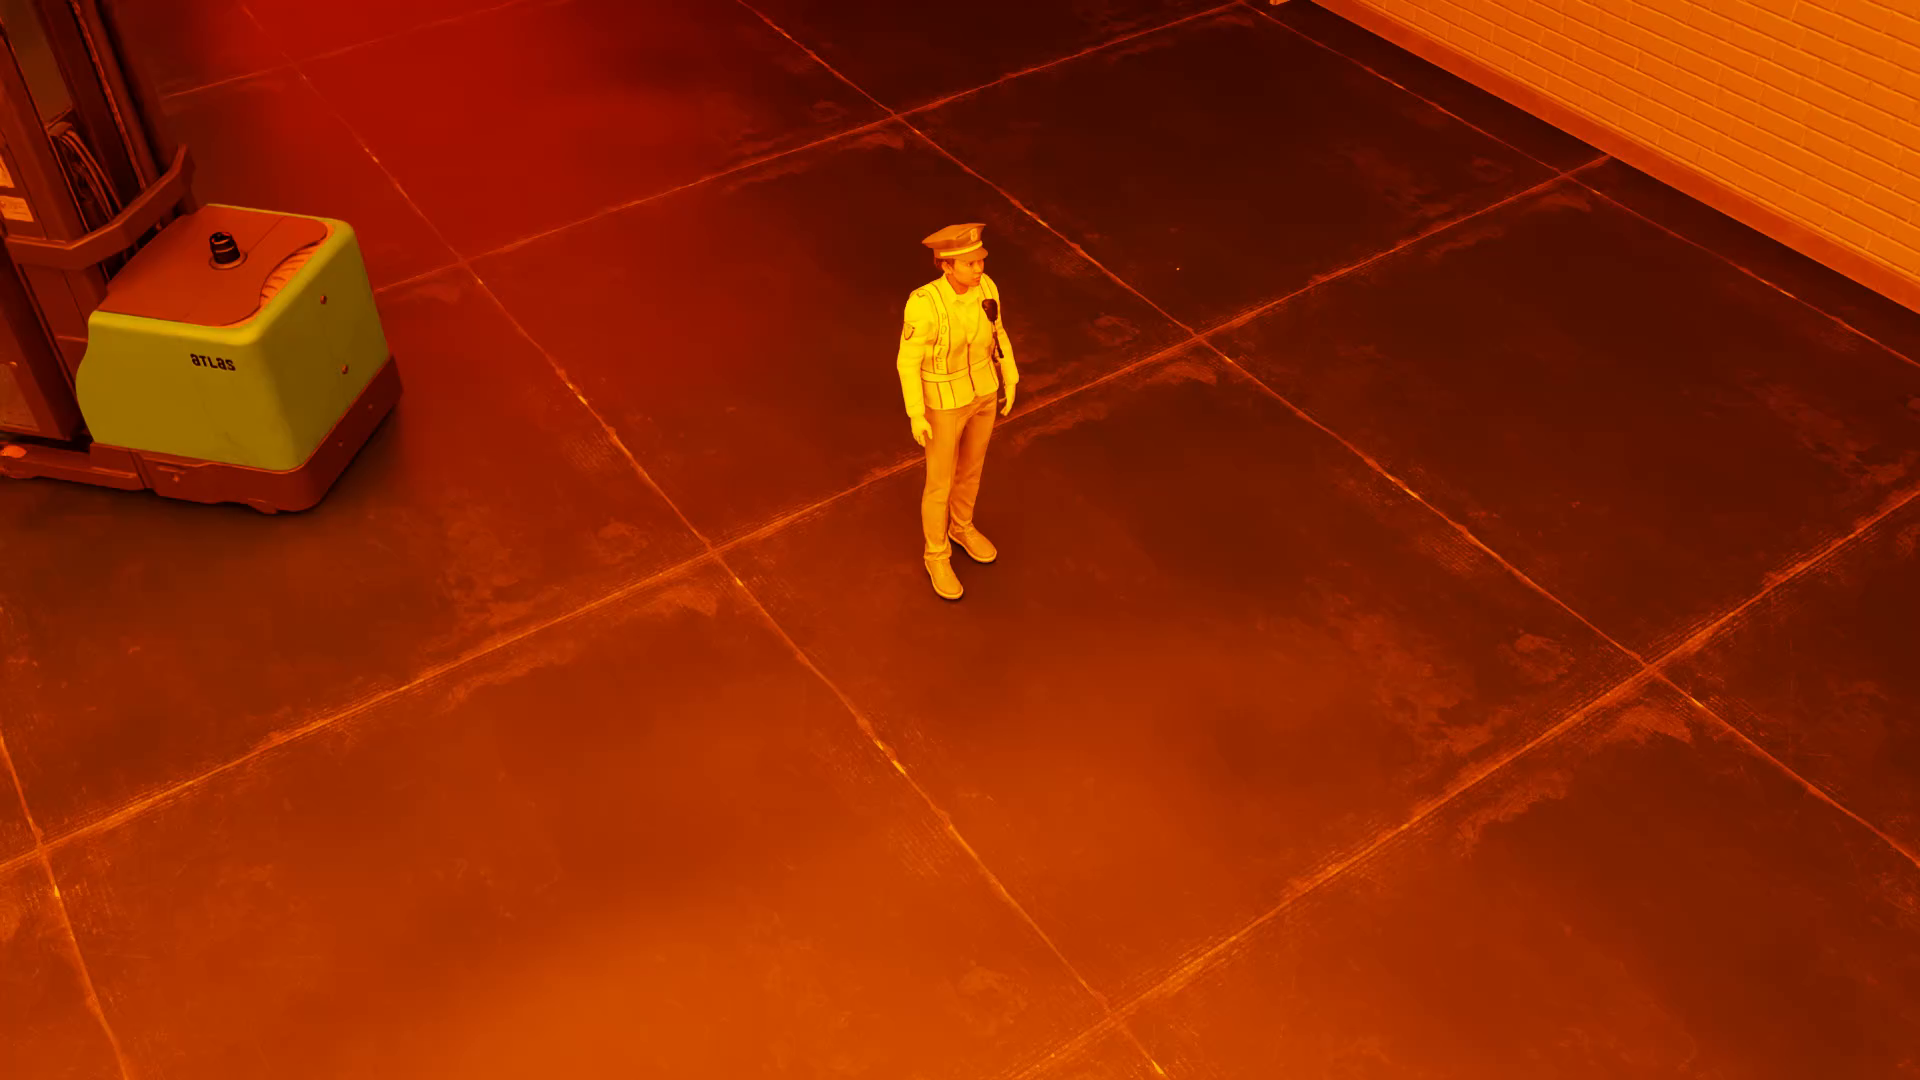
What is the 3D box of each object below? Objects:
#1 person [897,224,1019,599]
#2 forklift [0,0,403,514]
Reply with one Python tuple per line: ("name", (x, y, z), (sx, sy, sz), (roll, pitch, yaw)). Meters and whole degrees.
("person", (0.033, -0.589, 7.256), (0.587, 1.696, 0.534), (-25, 48, -25))
("forklift", (-4.453, -1.719, 7.581), (3.031, 2.935, 1.130), (9, 43, 9))
